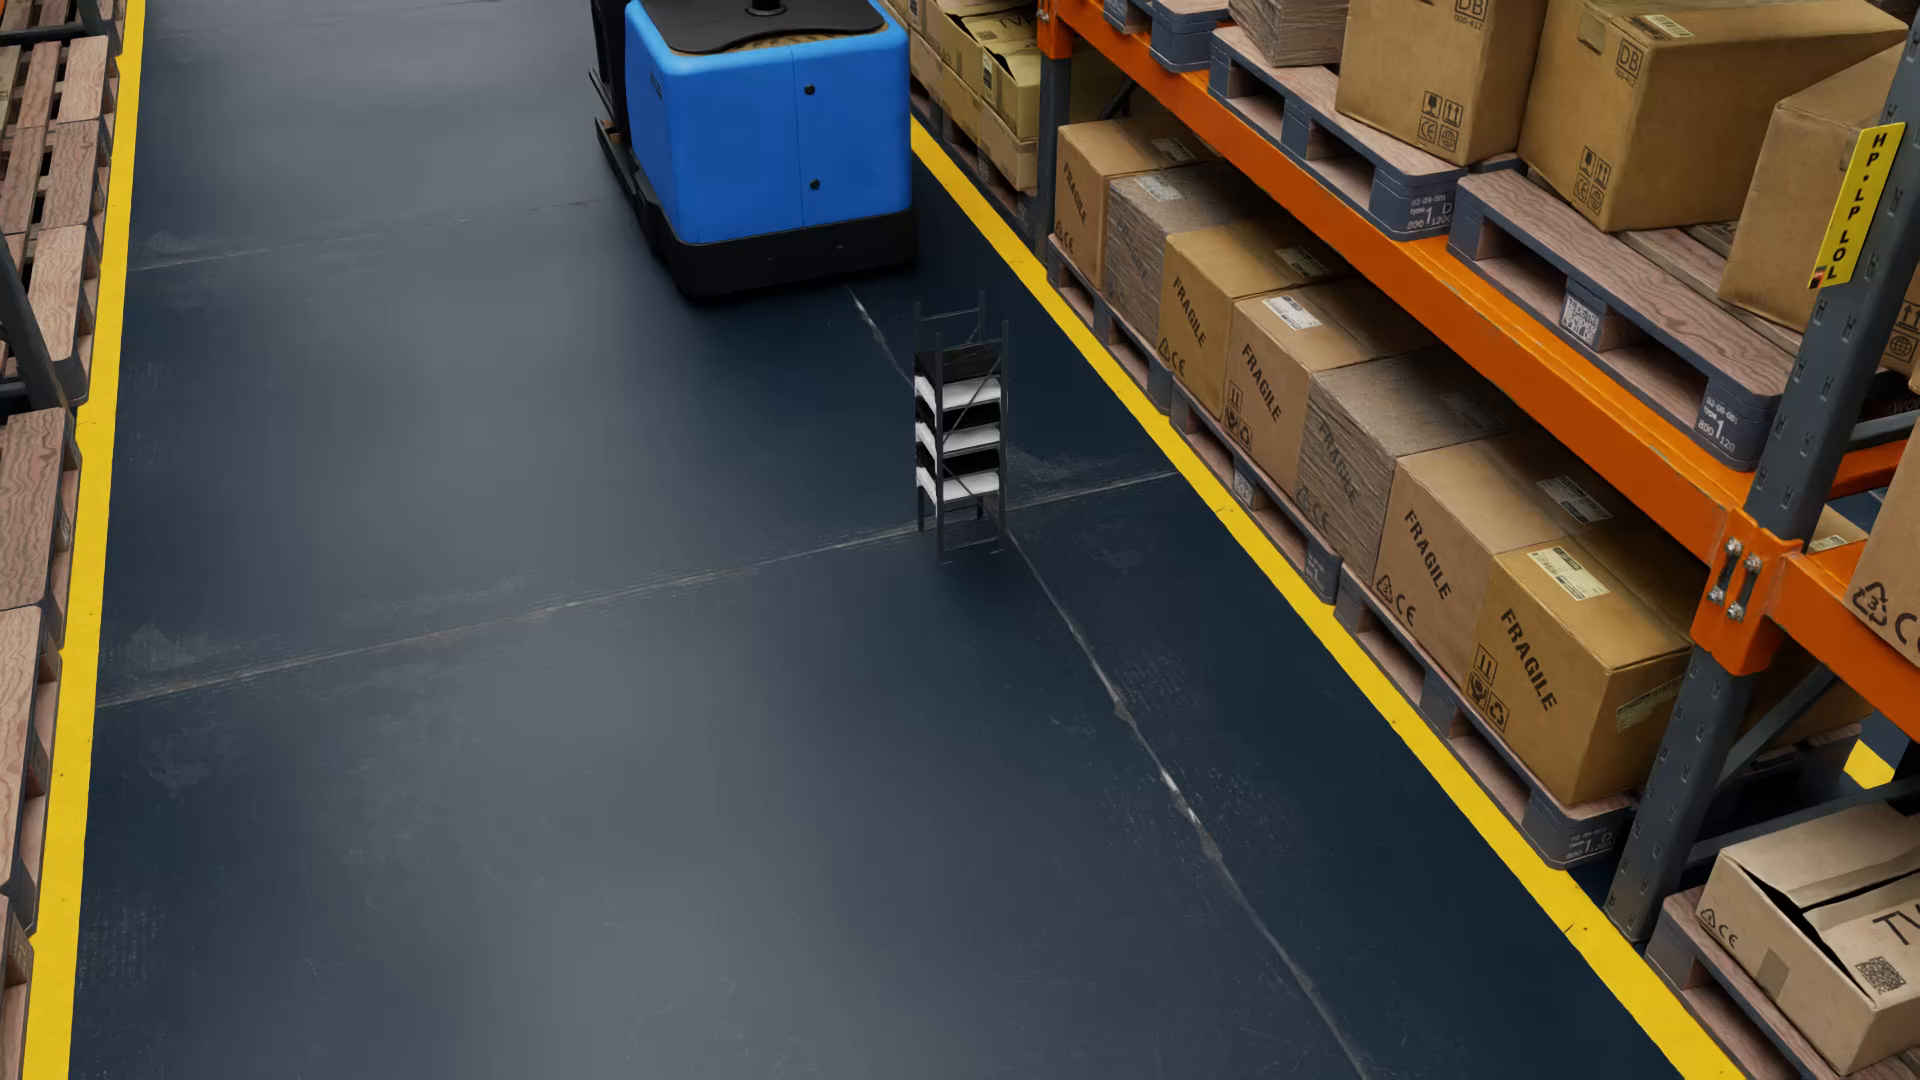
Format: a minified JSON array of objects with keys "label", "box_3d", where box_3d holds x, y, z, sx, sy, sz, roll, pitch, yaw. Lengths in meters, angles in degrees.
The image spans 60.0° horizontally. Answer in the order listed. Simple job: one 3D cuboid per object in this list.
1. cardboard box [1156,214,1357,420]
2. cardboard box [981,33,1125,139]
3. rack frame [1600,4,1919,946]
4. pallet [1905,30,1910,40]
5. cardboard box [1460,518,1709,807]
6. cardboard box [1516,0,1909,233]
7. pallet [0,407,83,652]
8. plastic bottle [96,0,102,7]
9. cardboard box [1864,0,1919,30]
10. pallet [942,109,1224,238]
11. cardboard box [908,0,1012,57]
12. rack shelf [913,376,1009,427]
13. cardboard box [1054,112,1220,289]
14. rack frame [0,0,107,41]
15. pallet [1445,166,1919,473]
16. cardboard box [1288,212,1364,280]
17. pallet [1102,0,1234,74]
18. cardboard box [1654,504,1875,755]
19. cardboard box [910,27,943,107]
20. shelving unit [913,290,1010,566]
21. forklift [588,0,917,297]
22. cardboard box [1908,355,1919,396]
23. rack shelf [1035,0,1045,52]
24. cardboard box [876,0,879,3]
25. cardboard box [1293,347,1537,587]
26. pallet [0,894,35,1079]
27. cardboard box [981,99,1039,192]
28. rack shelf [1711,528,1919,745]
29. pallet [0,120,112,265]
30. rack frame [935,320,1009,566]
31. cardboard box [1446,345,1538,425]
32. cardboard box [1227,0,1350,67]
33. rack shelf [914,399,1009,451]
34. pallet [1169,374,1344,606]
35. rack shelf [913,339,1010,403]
[{"label":"cardboard box","box_3d":[1.065,-0.819,6.056,0.500,0.500,0.500,-13,39,-17]},{"label":"cardboard box","box_3d":[0.412,-2.075,7.482,0.500,0.311,0.500,-11,38,-15]},{"label":"rack frame","box_3d":[2.200,-0.277,3.625,1.000,3.000,0.127,-12,39,-16]},{"label":"pallet","box_3d":[5.206,-2.893,9.415,1.003,0.211,1.213,-12,39,-16]},{"label":"cardboard box","box_3d":[1.761,0.326,4.536,0.500,0.500,0.500,-13,39,-16]},{"label":"cardboard box","box_3d":[1.951,-1.174,4.384,0.700,0.500,0.500,-7,37,-9]},{"label":"pallet","box_3d":[-3.518,0.037,5.525,1.003,0.211,1.213,-12,39,-16]},{"label":"plastic bottle","box_3d":[-4.903,-3.130,9.314,0.097,0.271,0.097,0,37,0]},{"label":"cardboard box","box_3d":[5.177,-3.138,9.135,0.700,0.500,0.500,-12,39,-15]},{"label":"pallet","box_3d":[0.577,-1.896,8.092,1.003,0.211,1.213,-12,39,-16]},{"label":"cardboard box","box_3d":[0.056,-2.653,8.250,0.500,0.311,0.500,-13,39,-16]},{"label":"rack shelf","box_3d":[0.003,-0.472,5.385,0.258,0.077,0.200,-12,39,-16]},{"label":"cardboard box","box_3d":[0.712,-1.398,6.825,0.500,0.500,0.500,-11,38,-14]},{"label":"rack frame","box_3d":[-5.205,-3.773,8.266,1.000,3.000,0.127,-12,39,-16]},{"label":"pallet","box_3d":[2.028,-0.675,4.312,1.003,0.211,1.213,-12,39,-16]},{"label":"cardboard box","box_3d":[1.544,-0.942,6.219,0.500,0.500,0.500,-14,39,-18]},{"label":"pallet","box_3d":[1.123,-2.092,6.194,1.213,0.211,1.003,-12,39,-16]},{"label":"cardboard box","box_3d":[2.263,0.222,4.674,0.500,0.500,0.500,-14,39,-18]},{"label":"cardboard box","box_3d":[0.063,-2.428,8.417,0.500,0.250,0.500,-12,39,-15]},{"label":"shelving unit","box_3d":[0.003,-0.355,5.473,0.258,0.900,0.210,-12,39,-16]},{"label":"forklift","box_3d":[-1.178,-3.080,7.403,1.130,2.935,3.031,-13,39,-16]},{"label":"cardboard box","box_3d":[2.098,-0.392,2.863,0.500,0.500,0.500,-11,38,-15]},{"label":"rack shelf","box_3d":[0.136,-3.379,8.341,1.077,0.370,4.000,-12,39,-16]},{"label":"cardboard box","box_3d":[-0.291,-3.006,9.184,0.500,0.250,0.500,-14,39,-17]},{"label":"cardboard box","box_3d":[1.427,-0.238,5.285,0.500,0.500,0.500,-12,39,-15]},{"label":"pallet","box_3d":[-2.678,1.415,3.695,1.003,0.211,1.213,-12,39,-16]},{"label":"cardboard box","box_3d":[0.414,-1.853,7.653,0.500,0.250,0.500,-12,39,-15]},{"label":"rack shelf","box_3d":[2.889,1.140,2.341,1.077,0.370,4.000,-12,39,-16]},{"label":"pallet","box_3d":[-4.474,-1.533,7.610,1.003,0.211,1.213,-12,39,-16]},{"label":"rack frame","box_3d":[0.038,-0.297,5.397,0.240,0.900,0.006,-12,39,-16]},{"label":"cardboard box","box_3d":[1.904,-0.361,5.448,0.500,0.500,0.500,-12,39,-15]},{"label":"cardboard box","box_3d":[1.282,-1.856,5.289,0.700,0.500,0.500,-6,37,-7]},{"label":"rack shelf","box_3d":[0.003,-0.400,5.439,0.258,0.077,0.200,-12,39,-16]},{"label":"pallet","box_3d":[1.461,-0.305,5.980,1.003,0.211,1.213,-12,39,-16]},{"label":"rack shelf","box_3d":[0.003,-0.544,5.331,0.258,0.077,0.200,-12,39,-16]}]
